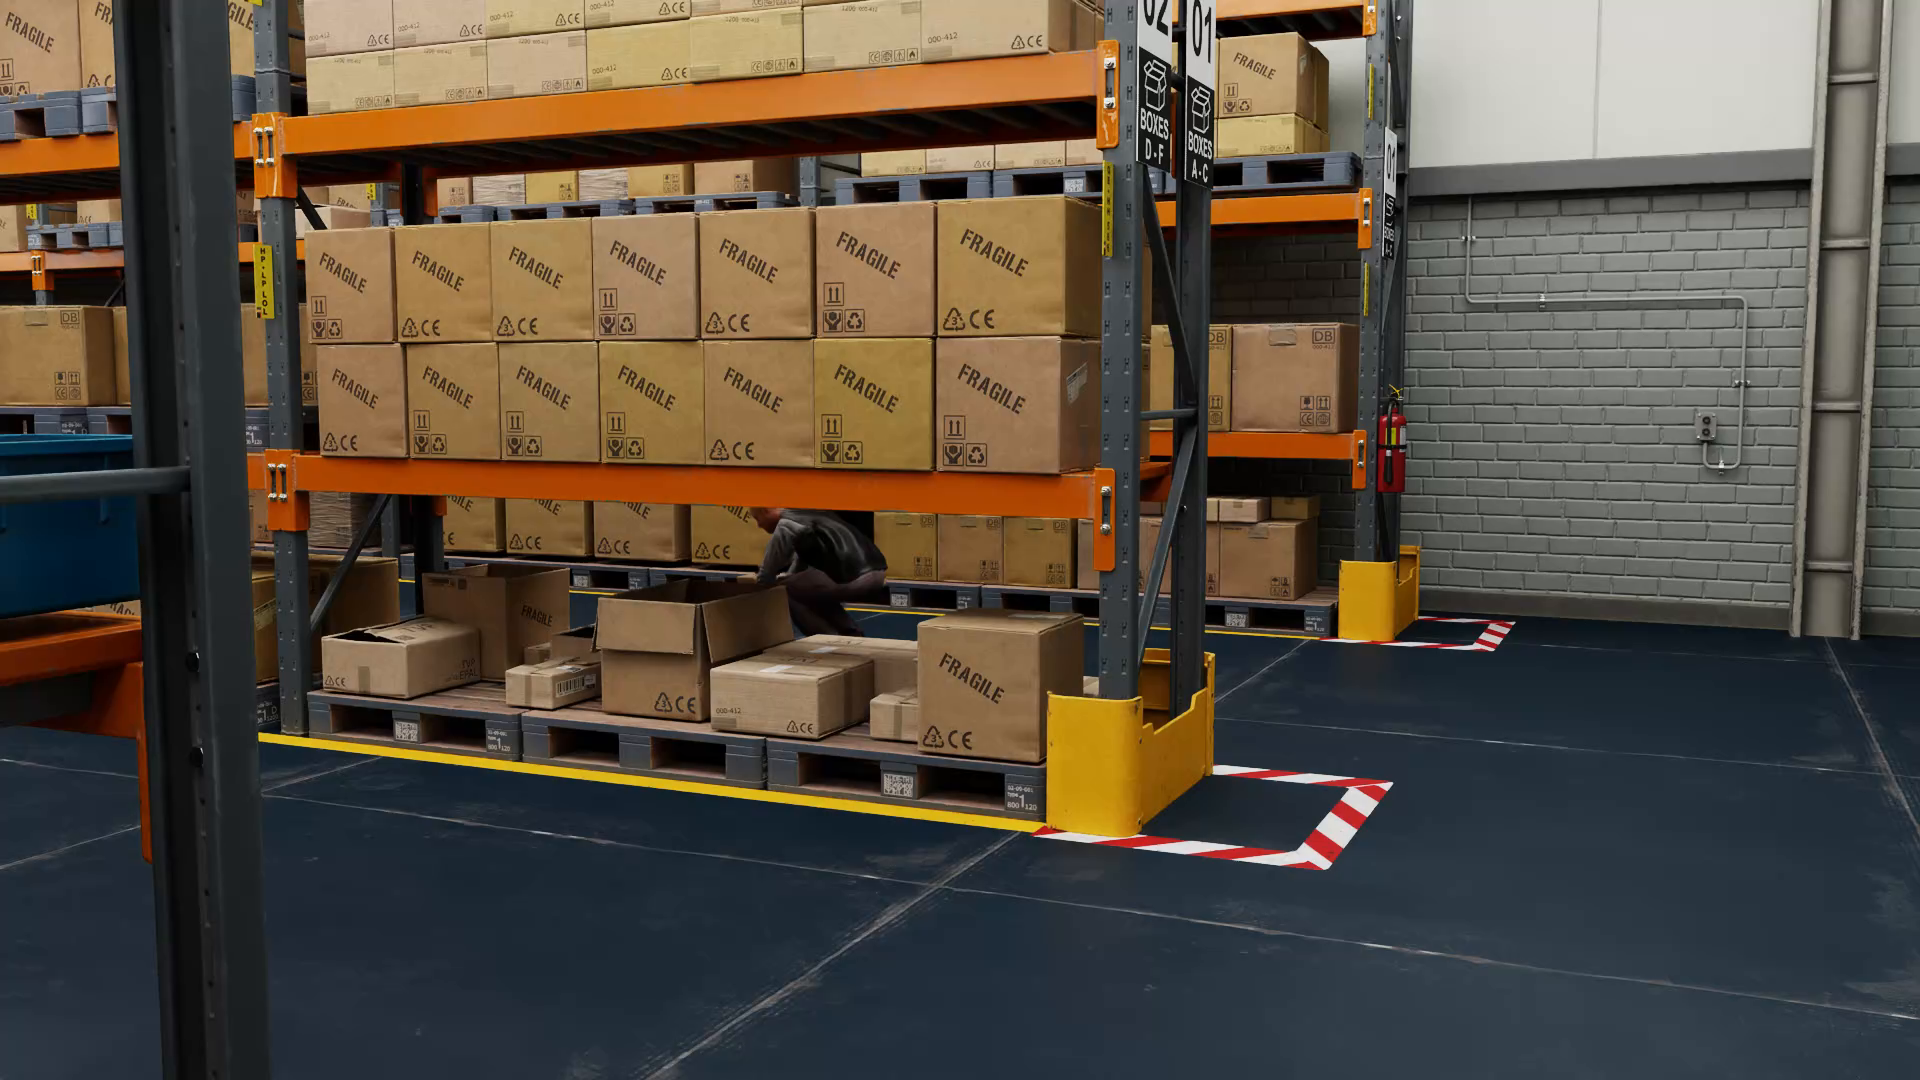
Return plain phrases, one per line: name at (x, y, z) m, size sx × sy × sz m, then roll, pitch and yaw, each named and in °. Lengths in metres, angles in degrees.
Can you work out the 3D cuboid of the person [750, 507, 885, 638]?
person at (-0.891, 0.202, 10.023) m, size 0.852 × 0.966 × 0.544 m, roll 2°, pitch 6°, yaw 23°
